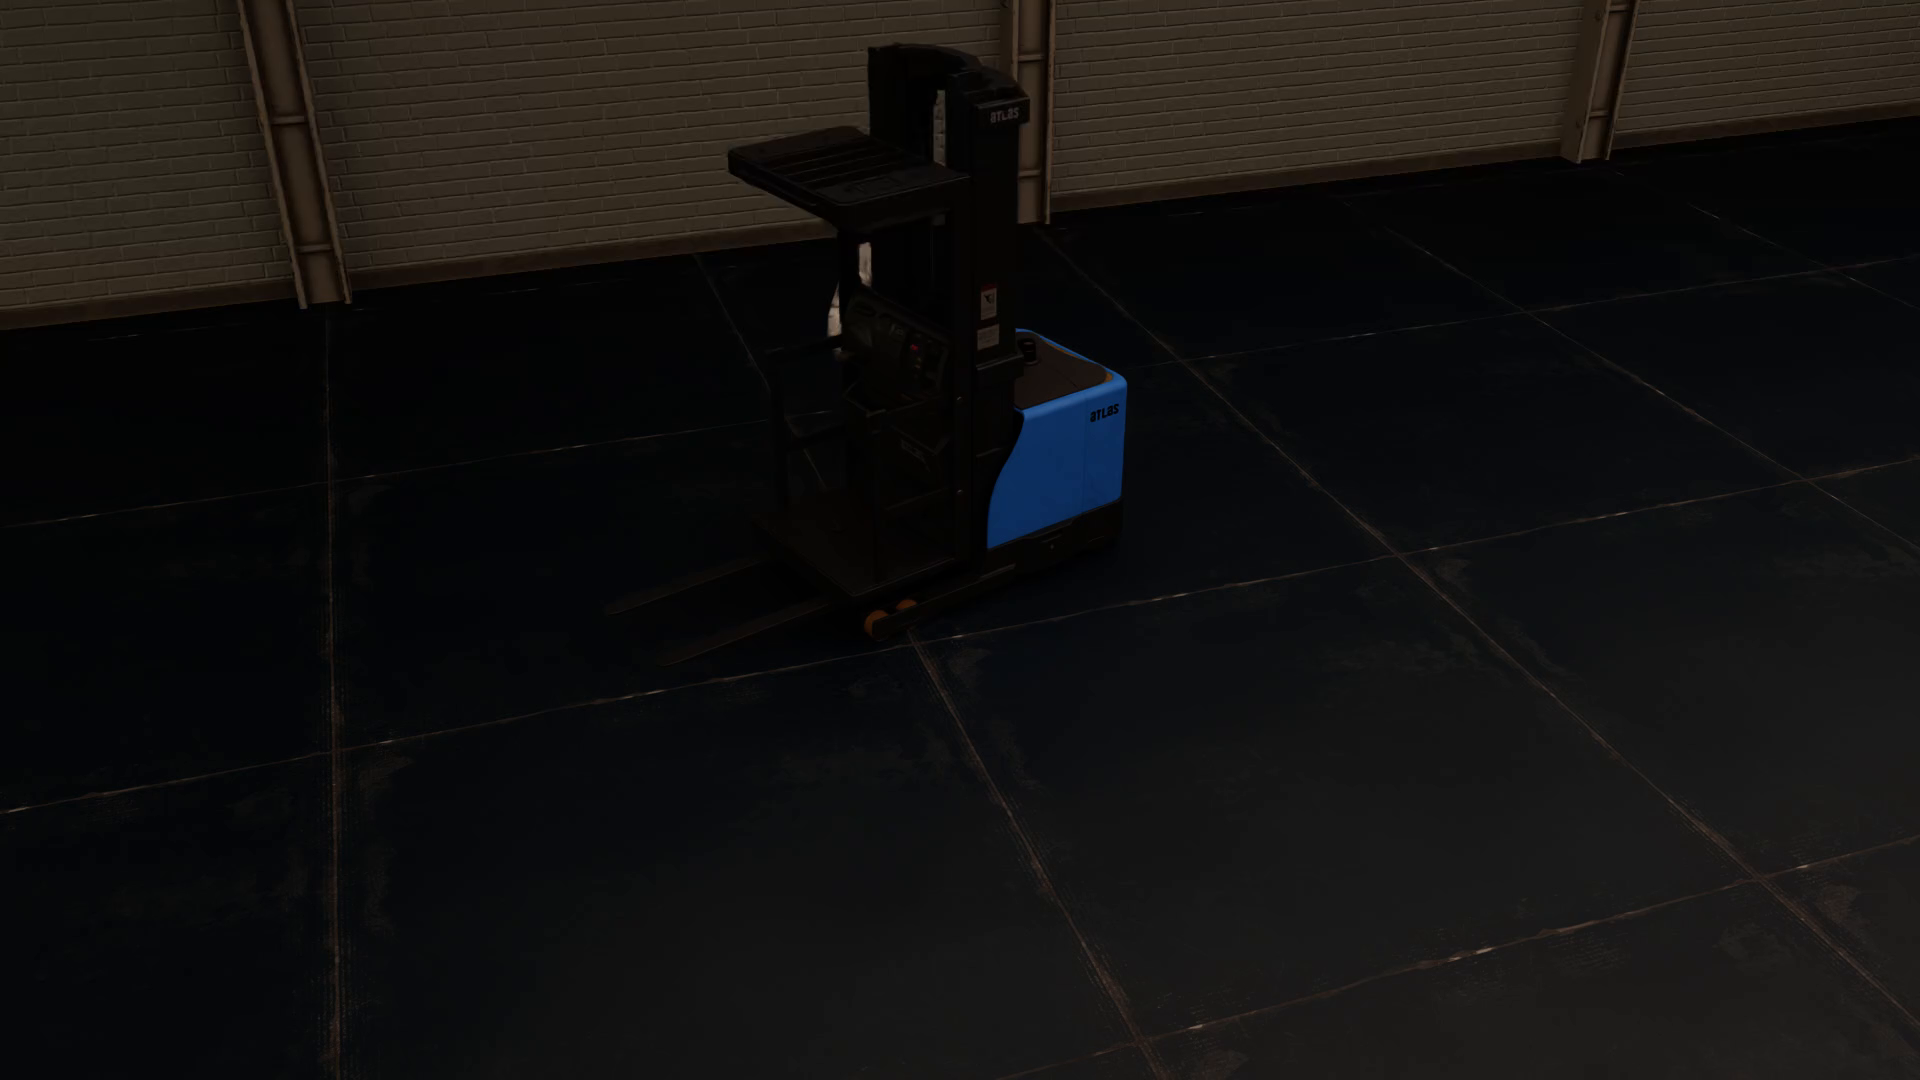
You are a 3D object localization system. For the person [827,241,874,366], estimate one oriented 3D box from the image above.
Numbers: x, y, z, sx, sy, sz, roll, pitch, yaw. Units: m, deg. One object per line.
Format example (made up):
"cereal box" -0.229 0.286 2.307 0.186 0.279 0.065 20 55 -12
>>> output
"person" -0.388 -1.370 10.894 1.000 1.516 0.935 21 36 32

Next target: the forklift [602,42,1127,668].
"forklift" -0.513 -1.017 8.855 3.031 2.935 1.130 -20 36 -31
